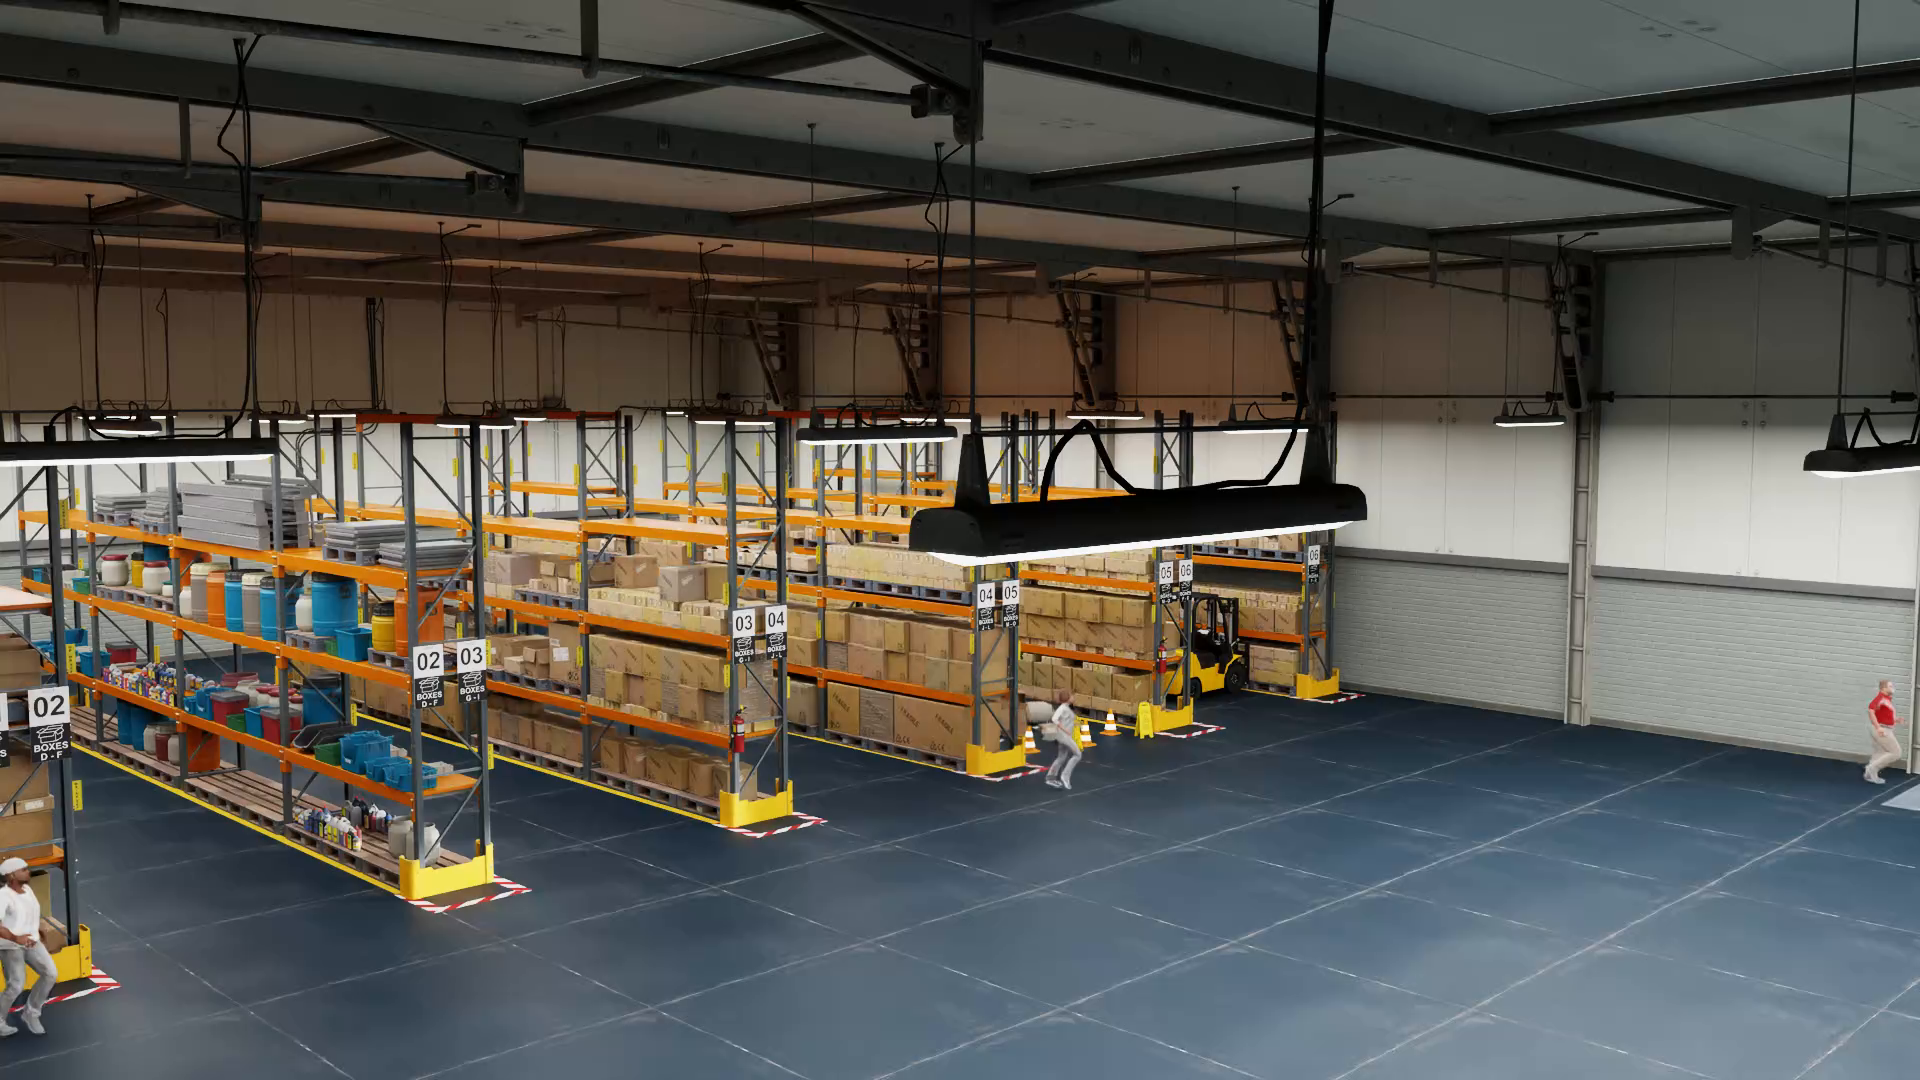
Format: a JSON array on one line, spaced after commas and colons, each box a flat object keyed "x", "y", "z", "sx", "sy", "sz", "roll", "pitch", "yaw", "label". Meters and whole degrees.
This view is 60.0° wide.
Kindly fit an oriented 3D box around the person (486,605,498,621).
[{"x": -11.464, "y": 2.012, "z": 40.614, "sx": 0.683, "sy": 1.635, "sz": 0.708, "roll": -1, "pitch": 5, "yaw": -13, "label": "person"}]

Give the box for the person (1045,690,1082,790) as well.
[{"x": 1.672, "y": 3.210, "z": 26.843, "sx": 0.589, "sy": 1.601, "sz": 0.562, "roll": 0, "pitch": 5, "yaw": 3, "label": "person"}]

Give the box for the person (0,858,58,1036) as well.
[{"x": -9.317, "y": 4.039, "z": 16.554, "sx": 0.622, "sy": 1.746, "sz": 0.754, "roll": 1, "pitch": 5, "yaw": 9, "label": "person"}]

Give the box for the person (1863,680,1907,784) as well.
[{"x": 15.102, "y": 3.129, "z": 27.118, "sx": 0.604, "sy": 1.694, "sz": 0.668, "roll": 2, "pitch": 5, "yaw": 25, "label": "person"}]
